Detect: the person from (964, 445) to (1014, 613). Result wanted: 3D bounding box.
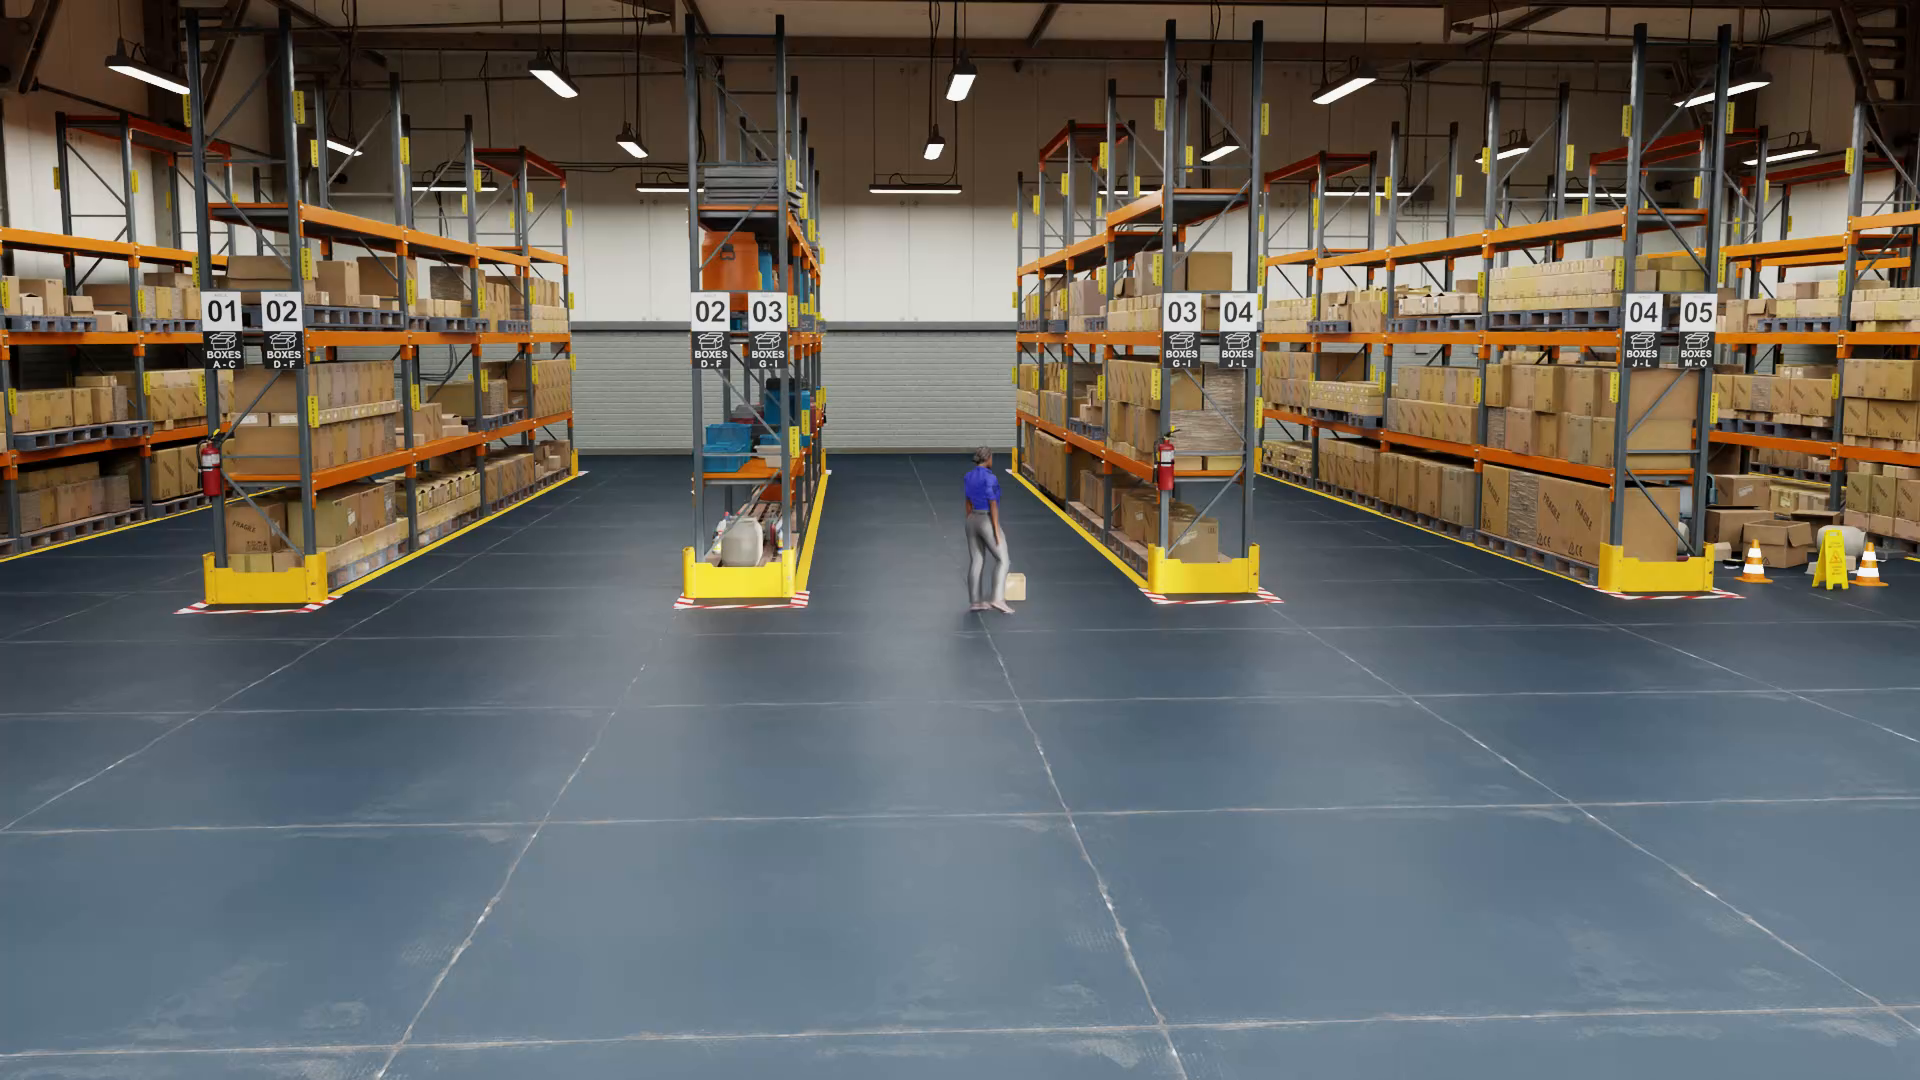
[{"bbox_3d":[0.282,-0.097,16.659,0.555,1.703,0.344,7,10,44],"label":"person"}]
